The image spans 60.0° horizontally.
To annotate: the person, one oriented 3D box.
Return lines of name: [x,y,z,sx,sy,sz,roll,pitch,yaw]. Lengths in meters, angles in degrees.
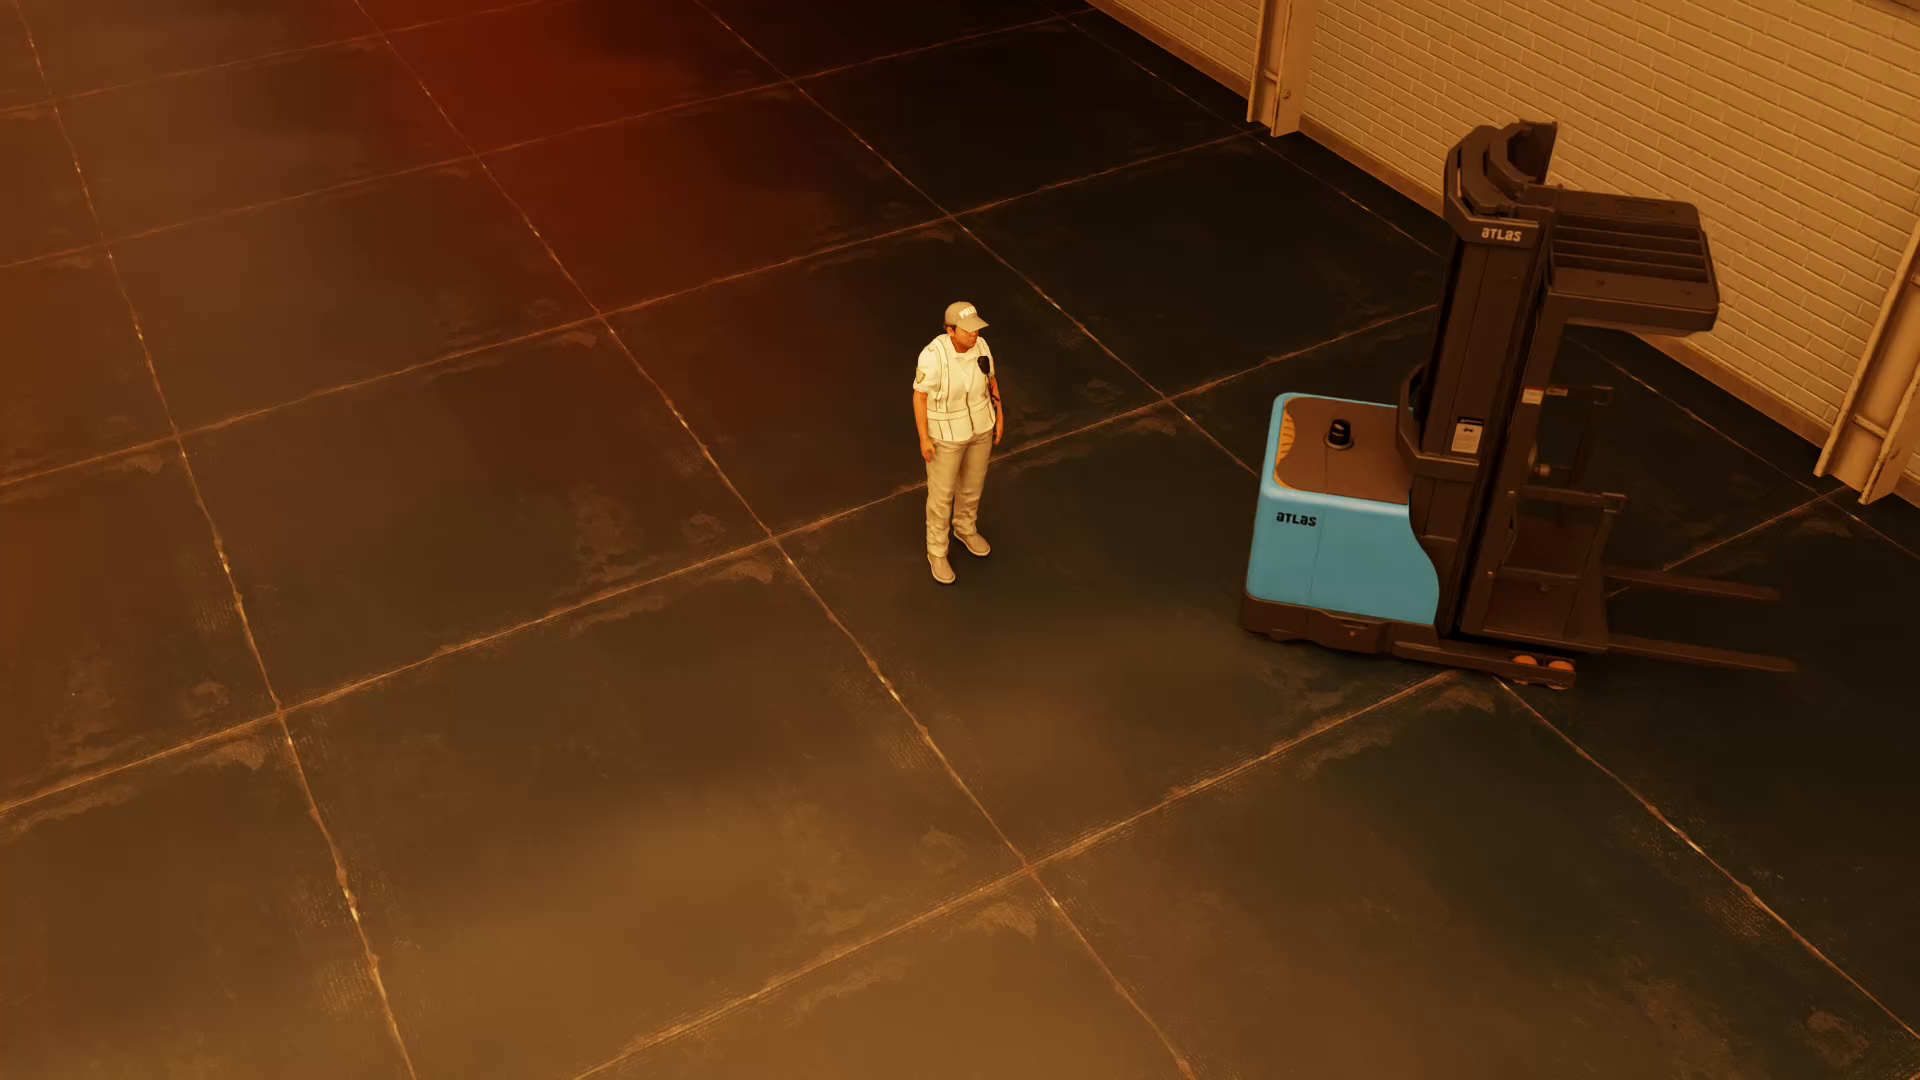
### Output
person: [0.018,-0.597,9.736,0.598,1.670,0.529,-20,44,-23]

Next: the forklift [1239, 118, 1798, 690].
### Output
forklift: [3.194,-0.663,8.836,3.031,2.935,1.130,9,40,10]
